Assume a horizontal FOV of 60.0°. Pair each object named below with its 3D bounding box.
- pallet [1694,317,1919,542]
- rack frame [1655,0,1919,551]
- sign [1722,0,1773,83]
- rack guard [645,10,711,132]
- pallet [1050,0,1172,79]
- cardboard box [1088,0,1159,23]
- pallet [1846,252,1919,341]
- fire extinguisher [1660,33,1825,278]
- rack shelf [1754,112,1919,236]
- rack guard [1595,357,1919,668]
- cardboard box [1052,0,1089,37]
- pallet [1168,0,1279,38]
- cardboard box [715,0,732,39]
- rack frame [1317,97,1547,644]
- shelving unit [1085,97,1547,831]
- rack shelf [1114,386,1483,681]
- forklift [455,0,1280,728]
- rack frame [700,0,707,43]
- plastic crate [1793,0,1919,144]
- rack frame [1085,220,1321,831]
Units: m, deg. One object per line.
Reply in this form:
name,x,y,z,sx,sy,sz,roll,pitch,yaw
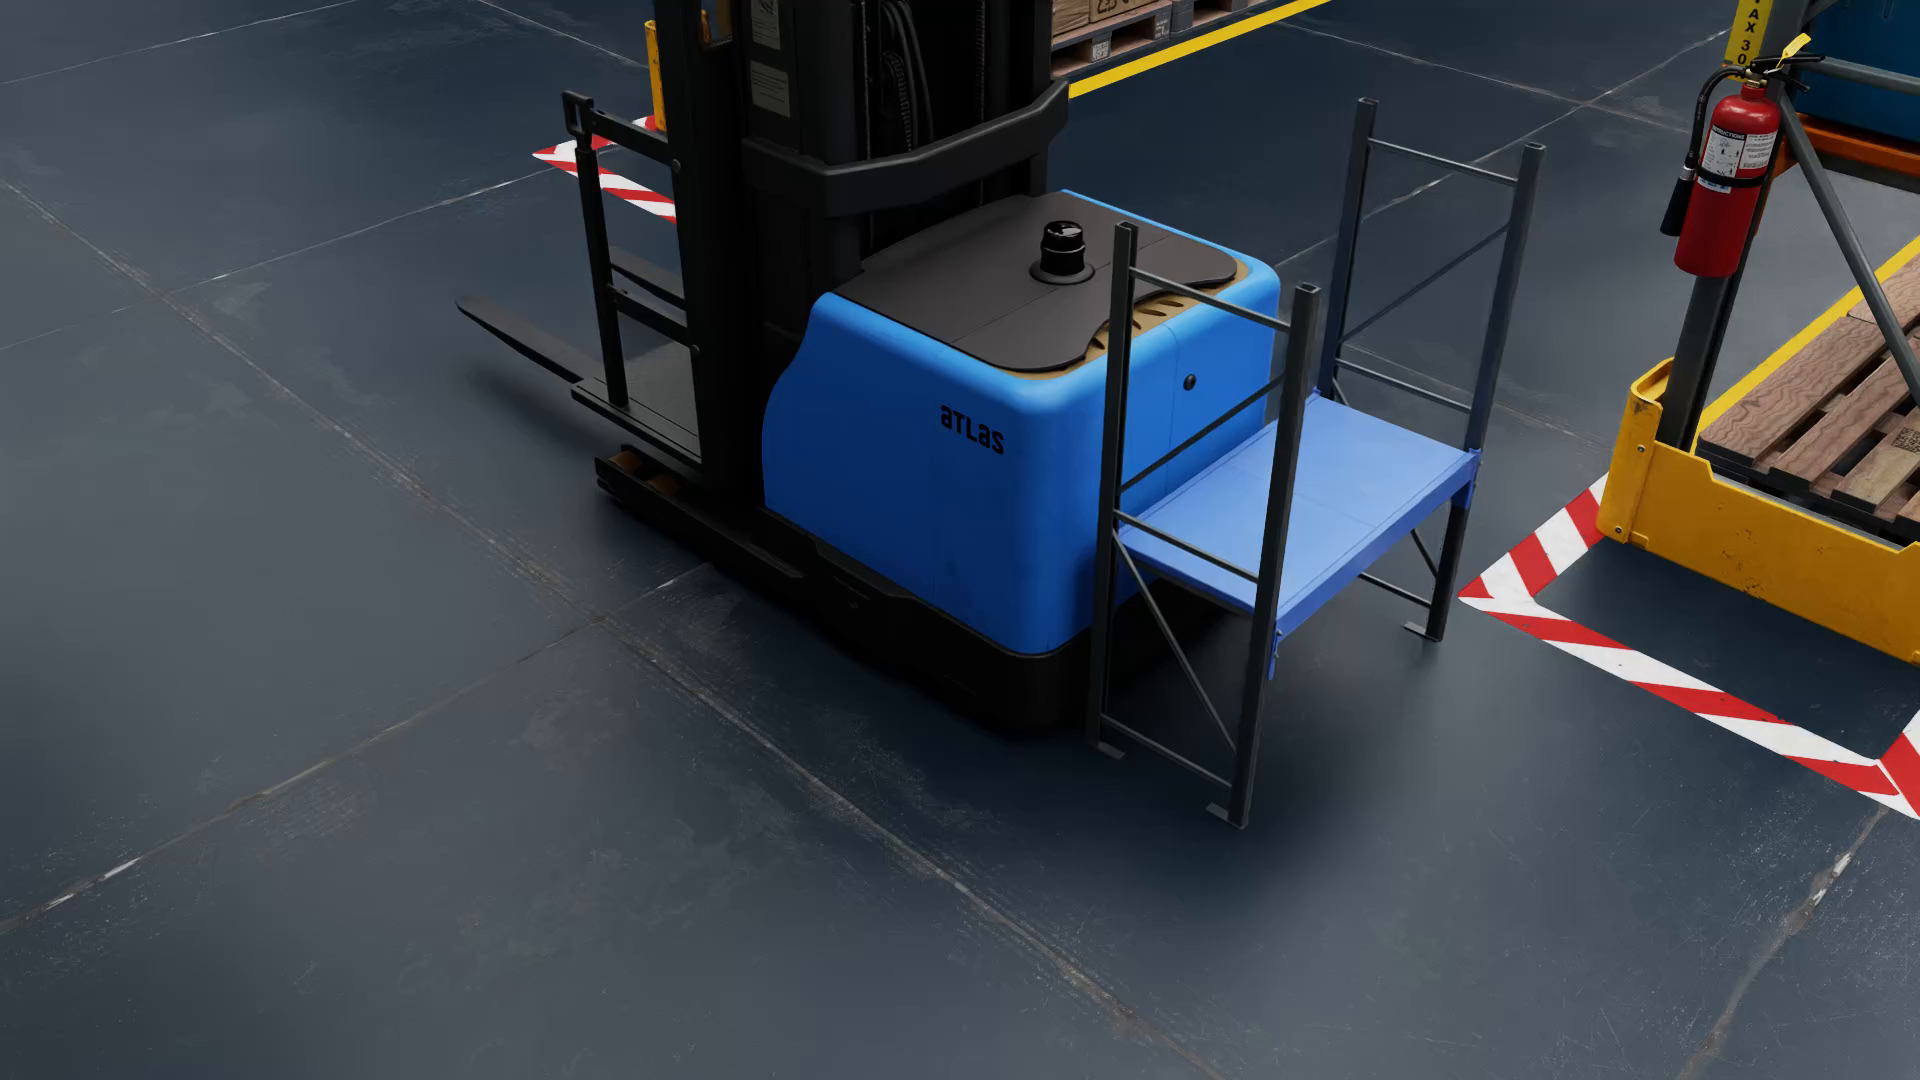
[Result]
pallet,3.154,-0.293,5.486,1.003,0.211,1.213,30,45,35
rack frame,2.545,-1.118,4.231,1.000,3.000,0.127,30,45,35
sign,2.144,-1.400,4.492,0.100,0.325,0.005,30,45,35
rack guard,-0.986,-2.079,7.794,1.175,0.500,0.348,30,45,35
pallet,0.398,-2.819,9.108,1.003,0.211,1.213,30,45,35
cardboard box,0.693,-3.438,9.047,0.875,0.875,0.875,30,45,35
pallet,4.013,-0.786,6.193,1.003,0.211,1.213,30,45,35
fire extinguisher,2.117,-1.055,4.534,0.296,0.674,0.183,30,45,35
rack shelf,3.954,-1.635,5.601,1.077,0.370,4.000,30,45,35
rack guard,2.538,-0.078,4.924,1.175,0.500,0.348,30,45,35
cardboard box,0.066,-3.076,8.529,0.875,0.875,0.875,30,45,35
pallet,1.257,-3.317,9.822,1.003,0.211,1.213,30,45,35
cardboard box,-0.575,-2.707,7.999,0.875,0.875,0.875,30,45,35
rack frame,1.208,-0.416,4.535,0.500,1.500,0.032,27,43,33
shelving unit,0.870,-0.199,4.224,0.538,1.500,1.048,27,43,33
rack shelf,0.870,-0.051,4.326,0.538,0.185,1.000,27,43,33
forklift,-0.539,-1.435,4.746,3.031,2.935,1.130,29,44,35
rack frame,-0.970,-3.114,7.093,1.000,3.000,0.127,30,45,35
plastic crate,2.649,-1.368,4.506,0.616,0.435,0.499,30,45,35
rack frame,0.533,0.019,3.912,0.500,1.500,0.032,27,43,33
